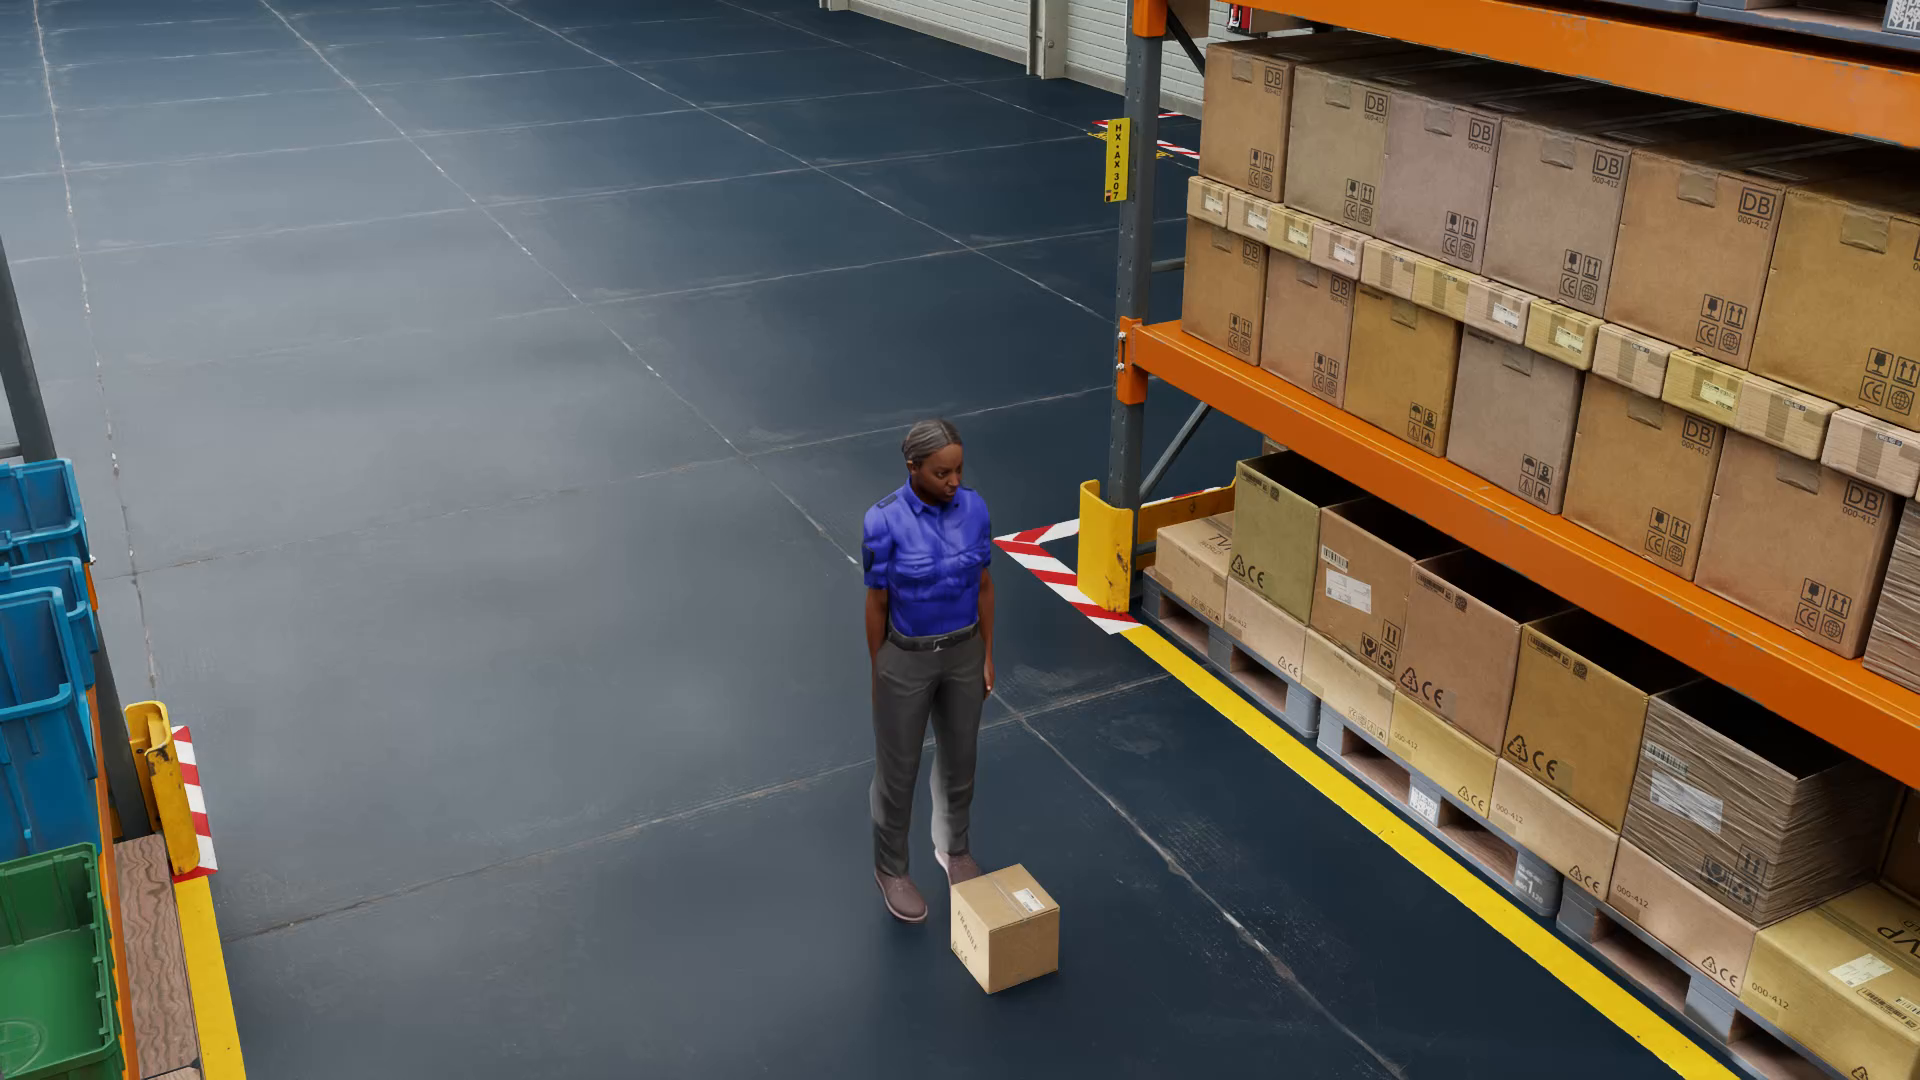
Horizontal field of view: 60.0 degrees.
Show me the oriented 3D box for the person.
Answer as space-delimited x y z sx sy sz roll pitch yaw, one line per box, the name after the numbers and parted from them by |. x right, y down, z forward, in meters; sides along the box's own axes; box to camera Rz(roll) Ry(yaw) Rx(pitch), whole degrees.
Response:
-0.073 0.403 5.273 0.444 1.670 0.354 -13 28 -24 | person
